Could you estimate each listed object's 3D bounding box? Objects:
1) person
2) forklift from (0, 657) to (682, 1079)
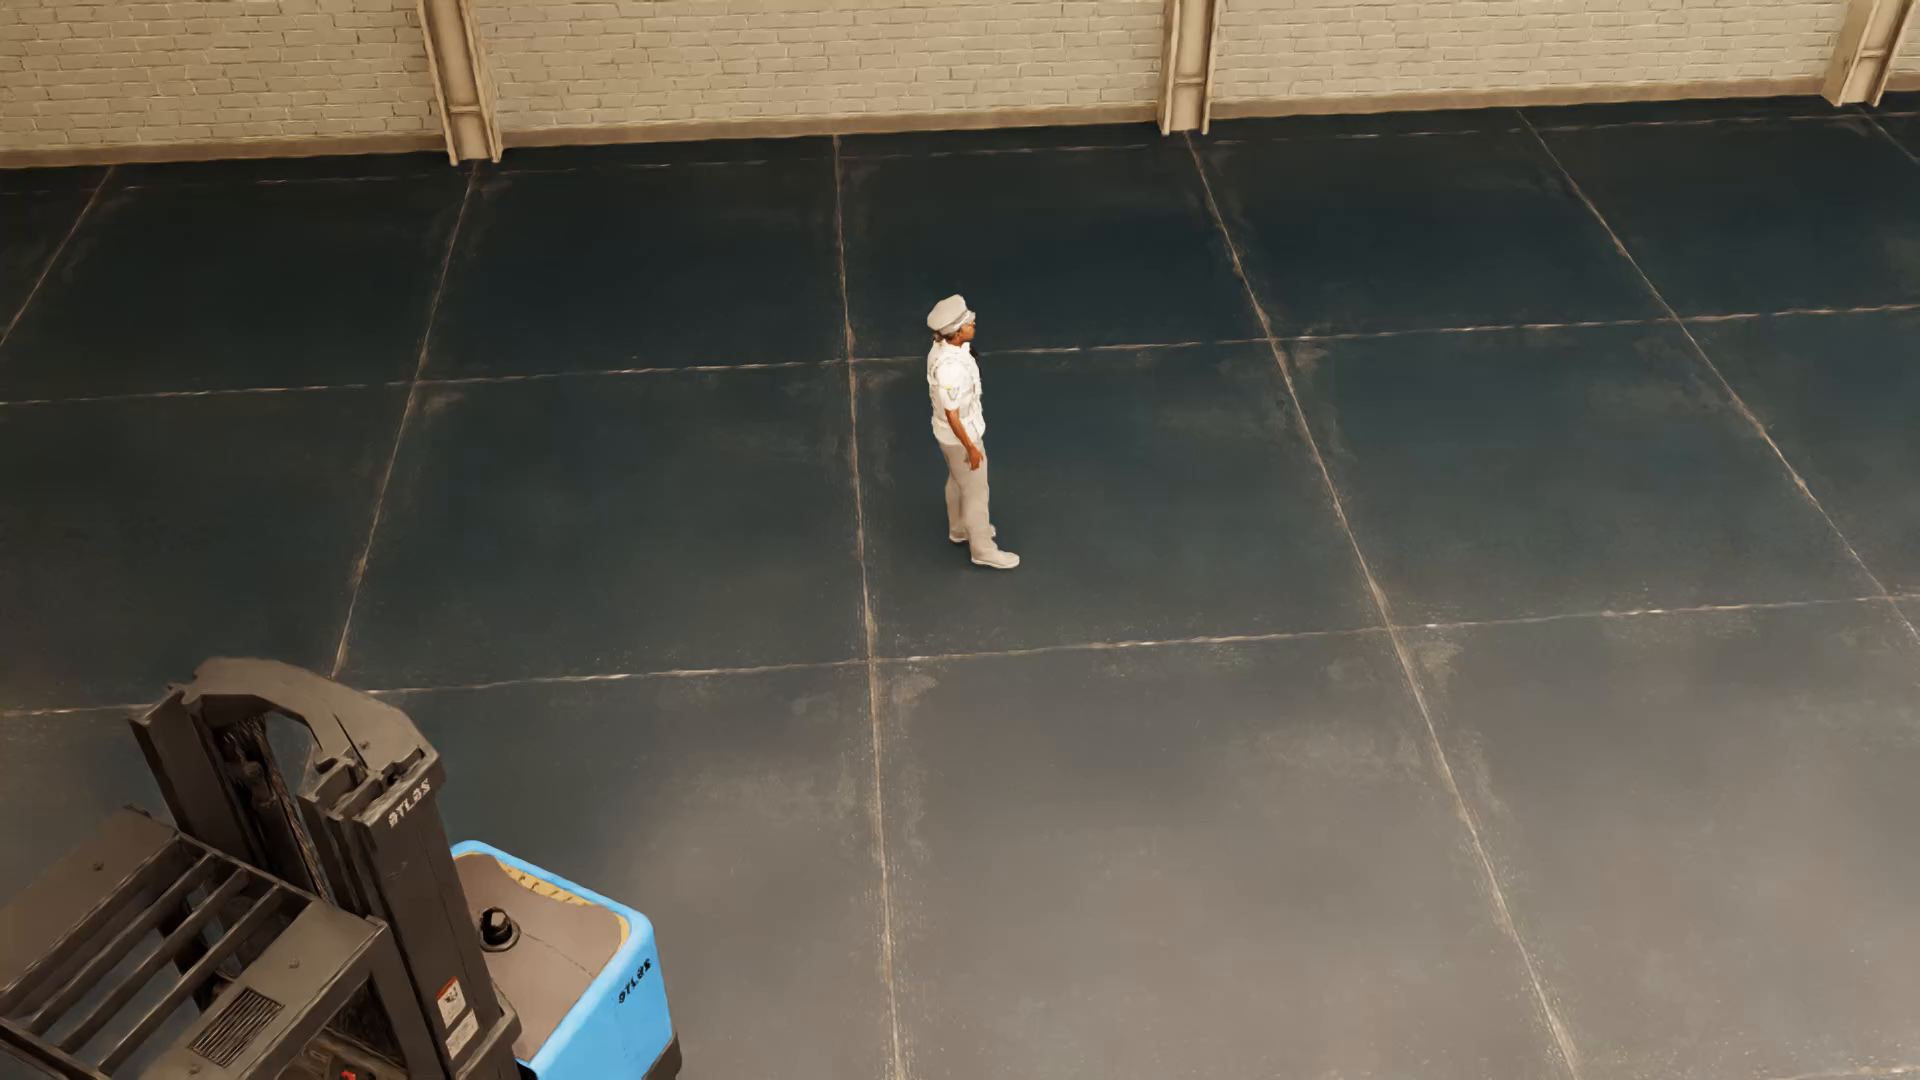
[{"bbox_3d":[0.076,-0.641,9.627,0.529,1.695,0.570,-3,41,-4],"label":"person"},{"bbox_3d":[-2.345,1.955,5.652,1.130,2.935,3.031,18,44,20],"label":"forklift"}]
